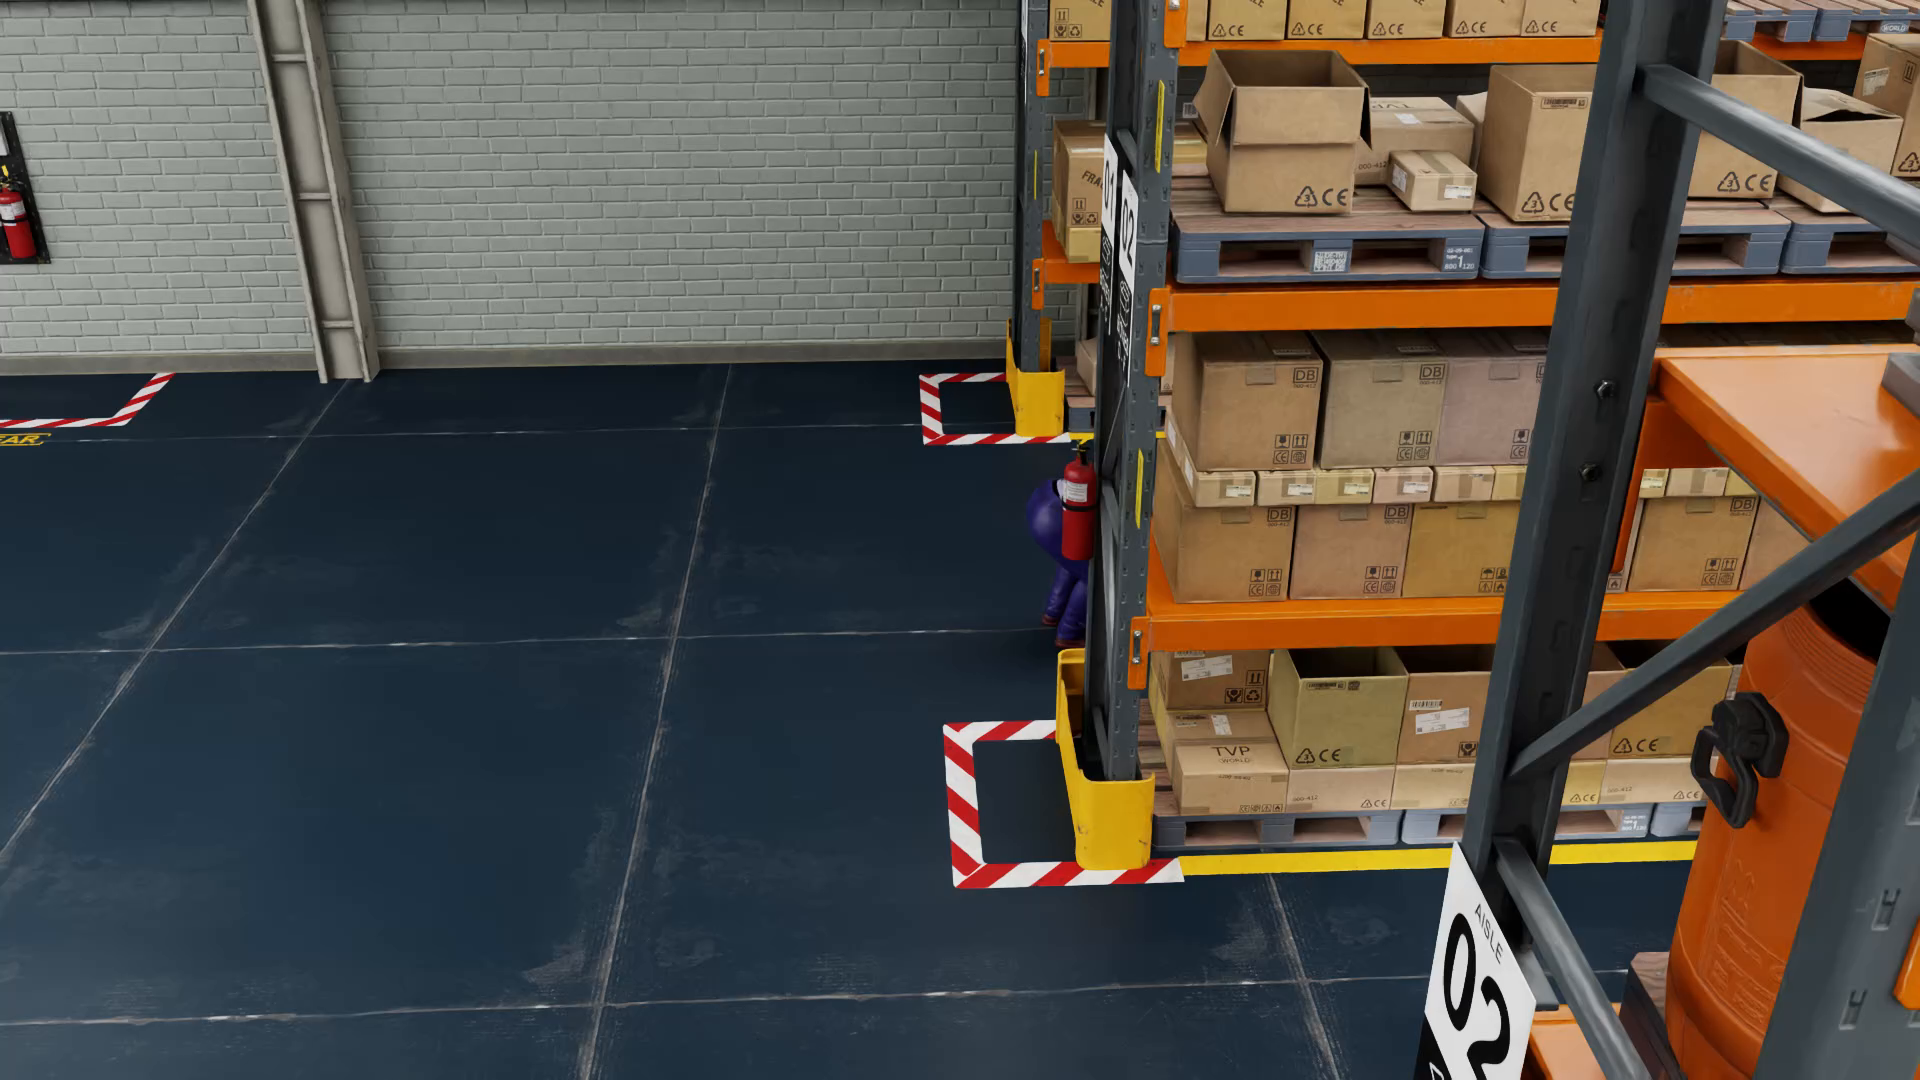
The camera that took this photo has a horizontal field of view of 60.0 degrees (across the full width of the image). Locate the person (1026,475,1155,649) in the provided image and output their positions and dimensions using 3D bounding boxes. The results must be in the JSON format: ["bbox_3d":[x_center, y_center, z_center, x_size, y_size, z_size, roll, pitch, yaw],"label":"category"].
[{"bbox_3d":[0.829,0.106,9.476,0.910,1.004,0.476,-2,28,-5],"label":"person"}]
